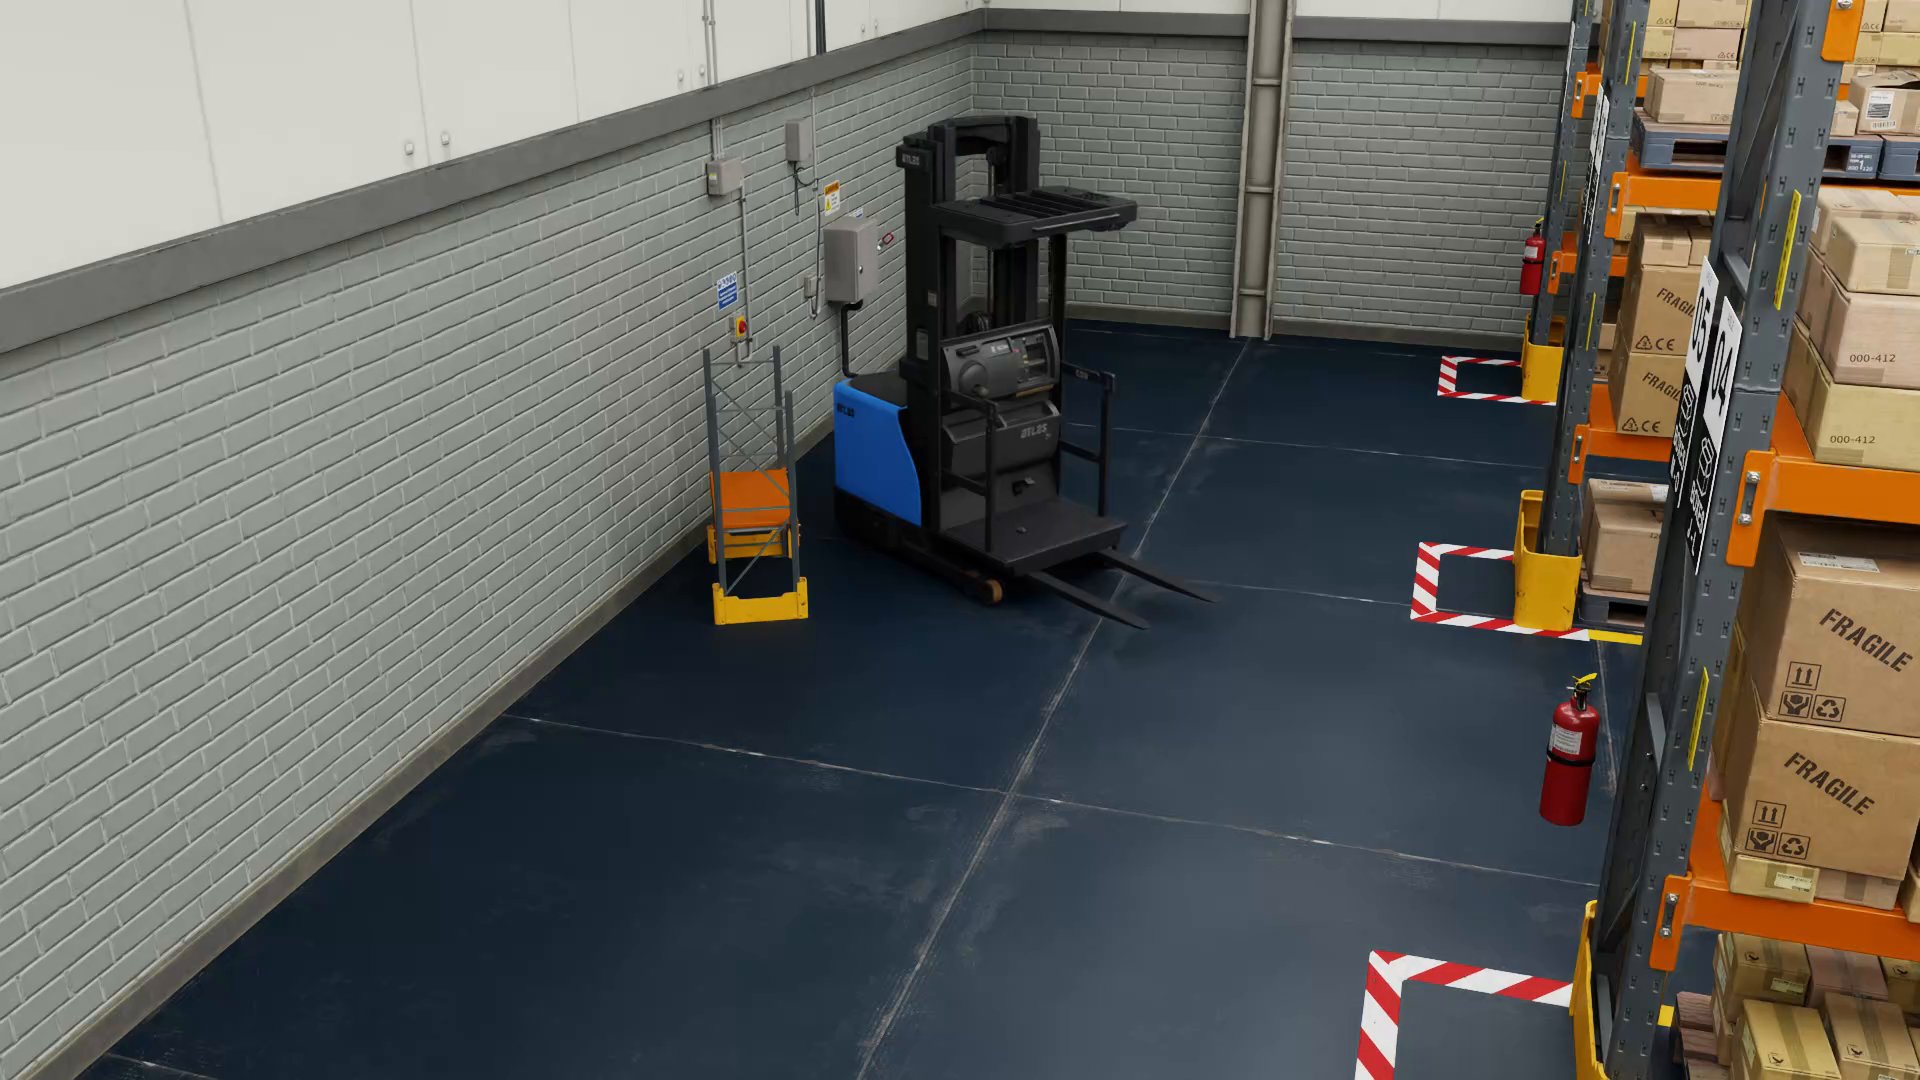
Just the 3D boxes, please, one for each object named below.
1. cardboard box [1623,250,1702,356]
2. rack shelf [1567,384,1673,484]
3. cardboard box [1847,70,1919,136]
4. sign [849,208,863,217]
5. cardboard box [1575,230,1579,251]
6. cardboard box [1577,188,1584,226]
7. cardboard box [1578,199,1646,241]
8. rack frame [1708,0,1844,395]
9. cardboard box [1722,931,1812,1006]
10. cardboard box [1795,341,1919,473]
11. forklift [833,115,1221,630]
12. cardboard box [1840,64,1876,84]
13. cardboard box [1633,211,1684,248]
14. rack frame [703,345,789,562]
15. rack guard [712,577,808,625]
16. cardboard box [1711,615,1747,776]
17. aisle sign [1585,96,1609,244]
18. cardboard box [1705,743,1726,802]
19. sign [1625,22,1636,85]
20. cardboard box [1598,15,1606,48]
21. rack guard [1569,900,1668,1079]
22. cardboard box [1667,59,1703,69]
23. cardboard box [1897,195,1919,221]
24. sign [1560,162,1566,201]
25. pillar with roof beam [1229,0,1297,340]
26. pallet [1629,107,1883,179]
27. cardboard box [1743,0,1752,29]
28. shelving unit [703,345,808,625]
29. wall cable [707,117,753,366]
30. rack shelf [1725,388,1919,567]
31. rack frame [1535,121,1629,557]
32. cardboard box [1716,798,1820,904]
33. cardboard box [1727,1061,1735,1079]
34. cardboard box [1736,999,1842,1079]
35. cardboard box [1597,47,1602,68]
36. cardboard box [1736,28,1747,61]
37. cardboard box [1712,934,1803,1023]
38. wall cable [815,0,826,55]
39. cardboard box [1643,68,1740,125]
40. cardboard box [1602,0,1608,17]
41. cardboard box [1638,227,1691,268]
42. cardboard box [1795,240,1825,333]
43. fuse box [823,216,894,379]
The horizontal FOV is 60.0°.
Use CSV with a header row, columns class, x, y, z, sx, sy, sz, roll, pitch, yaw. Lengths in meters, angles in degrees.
class,x,y,z,sx,sy,sz,roll,pitch,yaw
cardboard box,4.212,-1.389,9.755,0.500,0.500,0.500,6,23,14
rack shelf,5.750,-0.484,9.946,4.000,0.370,1.077,7,23,16
cardboard box,5.254,-2.441,9.249,0.500,0.311,0.500,7,23,16
sign,-0.879,-2.552,14.163,0.001,0.494,0.329,7,23,16
cardboard box,5.501,-2.588,14.459,0.250,0.149,0.380,6,23,15
cardboard box,5.782,-2.955,14.826,0.500,0.250,0.500,7,23,17
cardboard box,5.622,-2.761,14.354,0.500,0.250,0.500,7,23,16
rack frame,2.502,-2.002,4.794,0.127,3.000,1.000,7,23,16
cardboard box,3.082,1.589,6.364,0.250,0.149,0.380,7,23,16
cardboard box,2.858,-0.403,5.046,0.500,0.250,0.500,7,23,17
forklift,0.410,-1.148,10.707,1.130,2.935,3.031,-17,28,-35
cardboard box,7.183,-3.764,13.371,0.250,0.149,0.380,7,23,17
cardboard box,4.236,-1.879,10.094,0.250,0.149,0.380,7,23,16
rack frame,-1.433,-0.567,11.175,0.500,1.500,0.032,-4,23,-9
rack guard,-1.260,0.384,10.504,0.587,0.250,0.087,-4,23,-9
cardboard box,3.006,0.545,5.965,0.500,0.500,0.500,7,23,17
aisle sign,3.682,-2.142,9.613,0.004,0.787,0.394,7,23,16
cardboard box,2.896,0.822,6.144,0.250,0.149,0.380,7,23,16
sign,3.669,-2.664,9.104,0.005,0.325,0.100,7,23,16
cardboard box,5.770,-4.346,14.267,0.500,0.250,0.500,6,23,15
rack guard,2.575,1.938,6.387,0.348,0.500,1.175,7,23,16
cardboard box,6.002,-3.939,13.799,0.250,0.149,0.380,7,23,16
cardboard box,3.119,-0.977,5.259,0.250,0.149,0.380,7,23,16
sign,5.109,-3.044,14.097,0.005,0.325,0.100,7,23,16
pillar with roof beam,1.701,-4.675,11.309,0.400,9.000,9.100,7,23,16
pallet,4.548,-2.306,9.603,1.213,0.211,1.003,7,23,15
cardboard box,6.584,-4.275,13.434,0.500,0.250,0.500,6,23,15
shelving unit,-1.346,-0.380,10.720,0.587,1.500,1.083,-4,23,-9
wall cable,-1.570,-2.131,11.632,0.123,1.953,0.585,7,23,16
rack shelf,4.417,-0.063,4.966,4.000,0.370,1.077,7,23,16
rack frame,3.835,-1.036,10.344,0.127,3.000,1.000,7,23,16
cardboard box,2.717,1.044,5.604,0.250,0.149,0.380,6,23,15
cardboard box,2.911,2.072,5.971,0.250,0.149,0.380,7,23,17
cardboard box,2.905,1.803,5.840,0.250,0.149,0.380,5,23,13
cardboard box,5.638,-4.161,14.340,0.250,0.149,0.380,7,23,17
cardboard box,6.590,-4.040,13.519,0.500,0.250,0.500,6,23,14
cardboard box,3.090,1.714,6.449,0.250,0.149,0.380,6,23,14
wall cable,-0.632,-5.632,13.592,0.133,3.039,2.988,7,23,16
cardboard box,4.292,-2.579,9.664,0.500,0.250,0.500,4,23,11
cardboard box,5.771,-4.580,14.178,0.500,0.250,0.500,6,23,14
cardboard box,4.095,-1.706,9.672,0.250,0.149,0.380,7,23,17
cardboard box,3.016,-0.819,5.399,0.500,0.250,0.500,6,23,14
fuse box,-0.824,-1.797,13.897,0.414,1.711,0.539,7,23,16
